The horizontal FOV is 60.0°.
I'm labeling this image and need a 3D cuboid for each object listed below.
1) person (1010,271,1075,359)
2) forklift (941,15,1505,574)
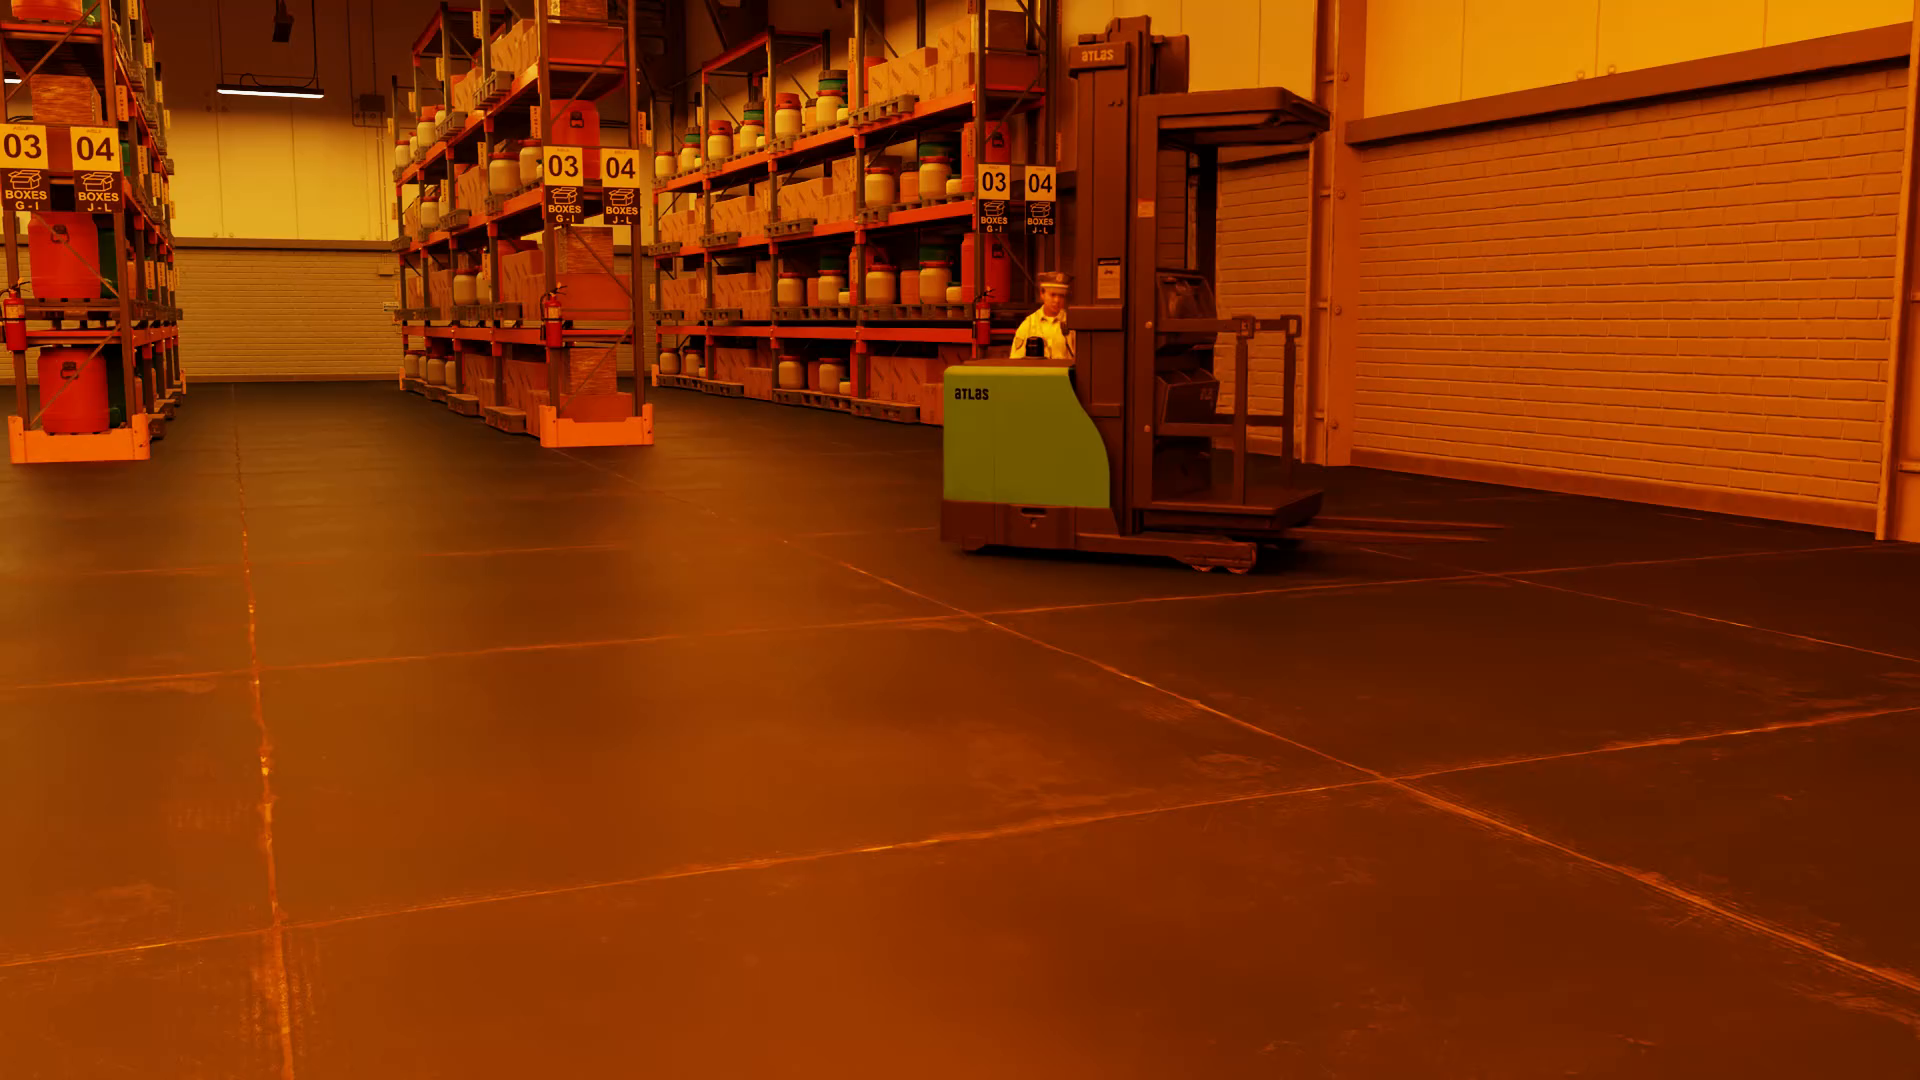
[{"bbox_3d":[0.628,-0.903,10.748,0.713,1.642,0.376,1,8,7],"label":"person"},{"bbox_3d":[1.445,-1.352,9.191,3.031,2.935,1.130,4,8,25],"label":"forklift"}]
